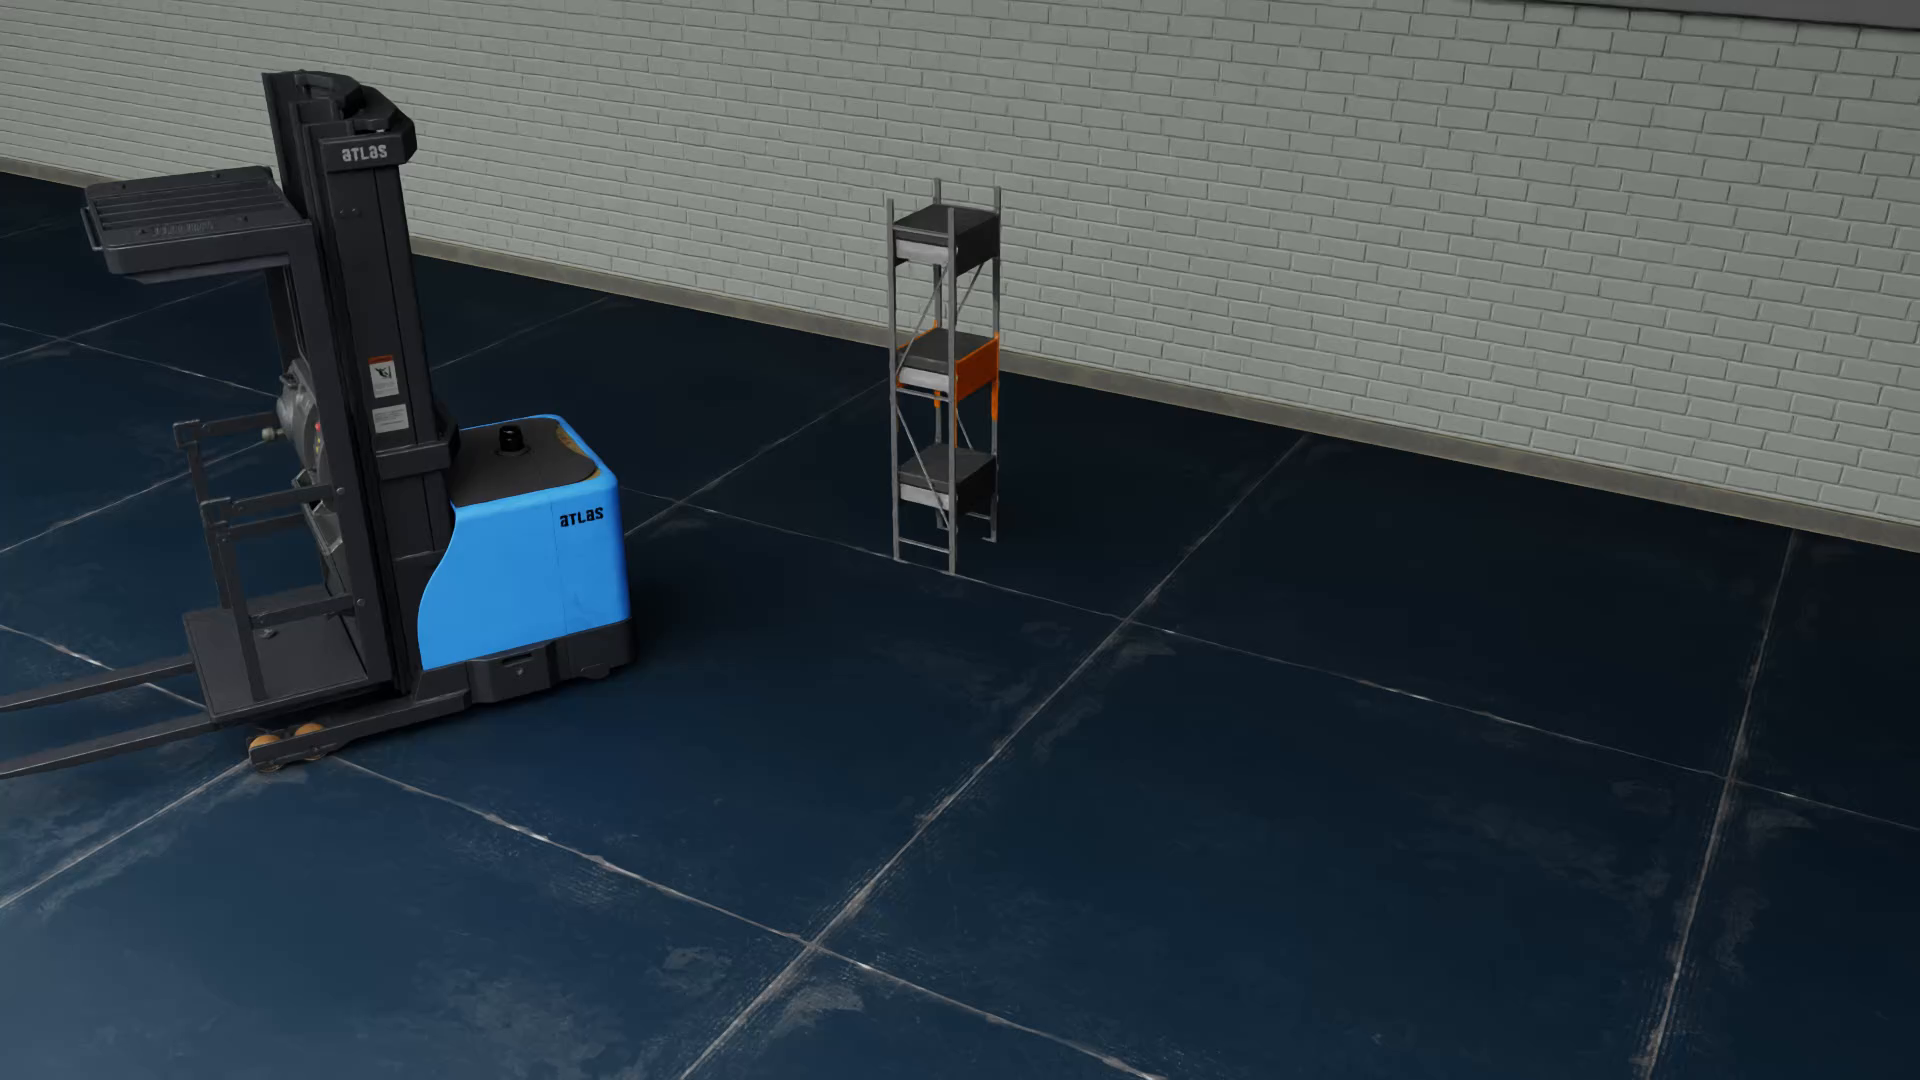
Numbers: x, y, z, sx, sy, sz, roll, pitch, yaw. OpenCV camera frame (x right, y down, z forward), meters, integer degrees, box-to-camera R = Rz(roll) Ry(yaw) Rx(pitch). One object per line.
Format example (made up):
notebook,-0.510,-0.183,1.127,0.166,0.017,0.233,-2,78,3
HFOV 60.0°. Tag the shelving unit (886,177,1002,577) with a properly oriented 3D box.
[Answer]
shelving unit,-0.081,-0.874,9.151,0.431,2.100,0.503,14,30,26

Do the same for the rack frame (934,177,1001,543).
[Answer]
rack frame,0.039,-0.970,9.341,0.400,2.100,0.015,14,30,26

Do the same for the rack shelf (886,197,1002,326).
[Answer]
rack shelf,-0.081,-1.488,8.844,0.431,0.518,0.480,14,30,26

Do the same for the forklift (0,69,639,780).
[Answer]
forklift,-3.169,-0.518,7.510,3.031,2.935,1.130,-14,30,-26

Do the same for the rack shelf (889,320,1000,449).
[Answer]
rack shelf,-0.081,-0.862,9.157,0.431,0.518,0.480,14,30,26

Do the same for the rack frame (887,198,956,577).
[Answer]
rack frame,-0.201,-0.779,8.961,0.400,2.100,0.015,14,30,26

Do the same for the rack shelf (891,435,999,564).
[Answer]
rack shelf,-0.081,-0.236,9.471,0.431,0.518,0.480,14,30,26
